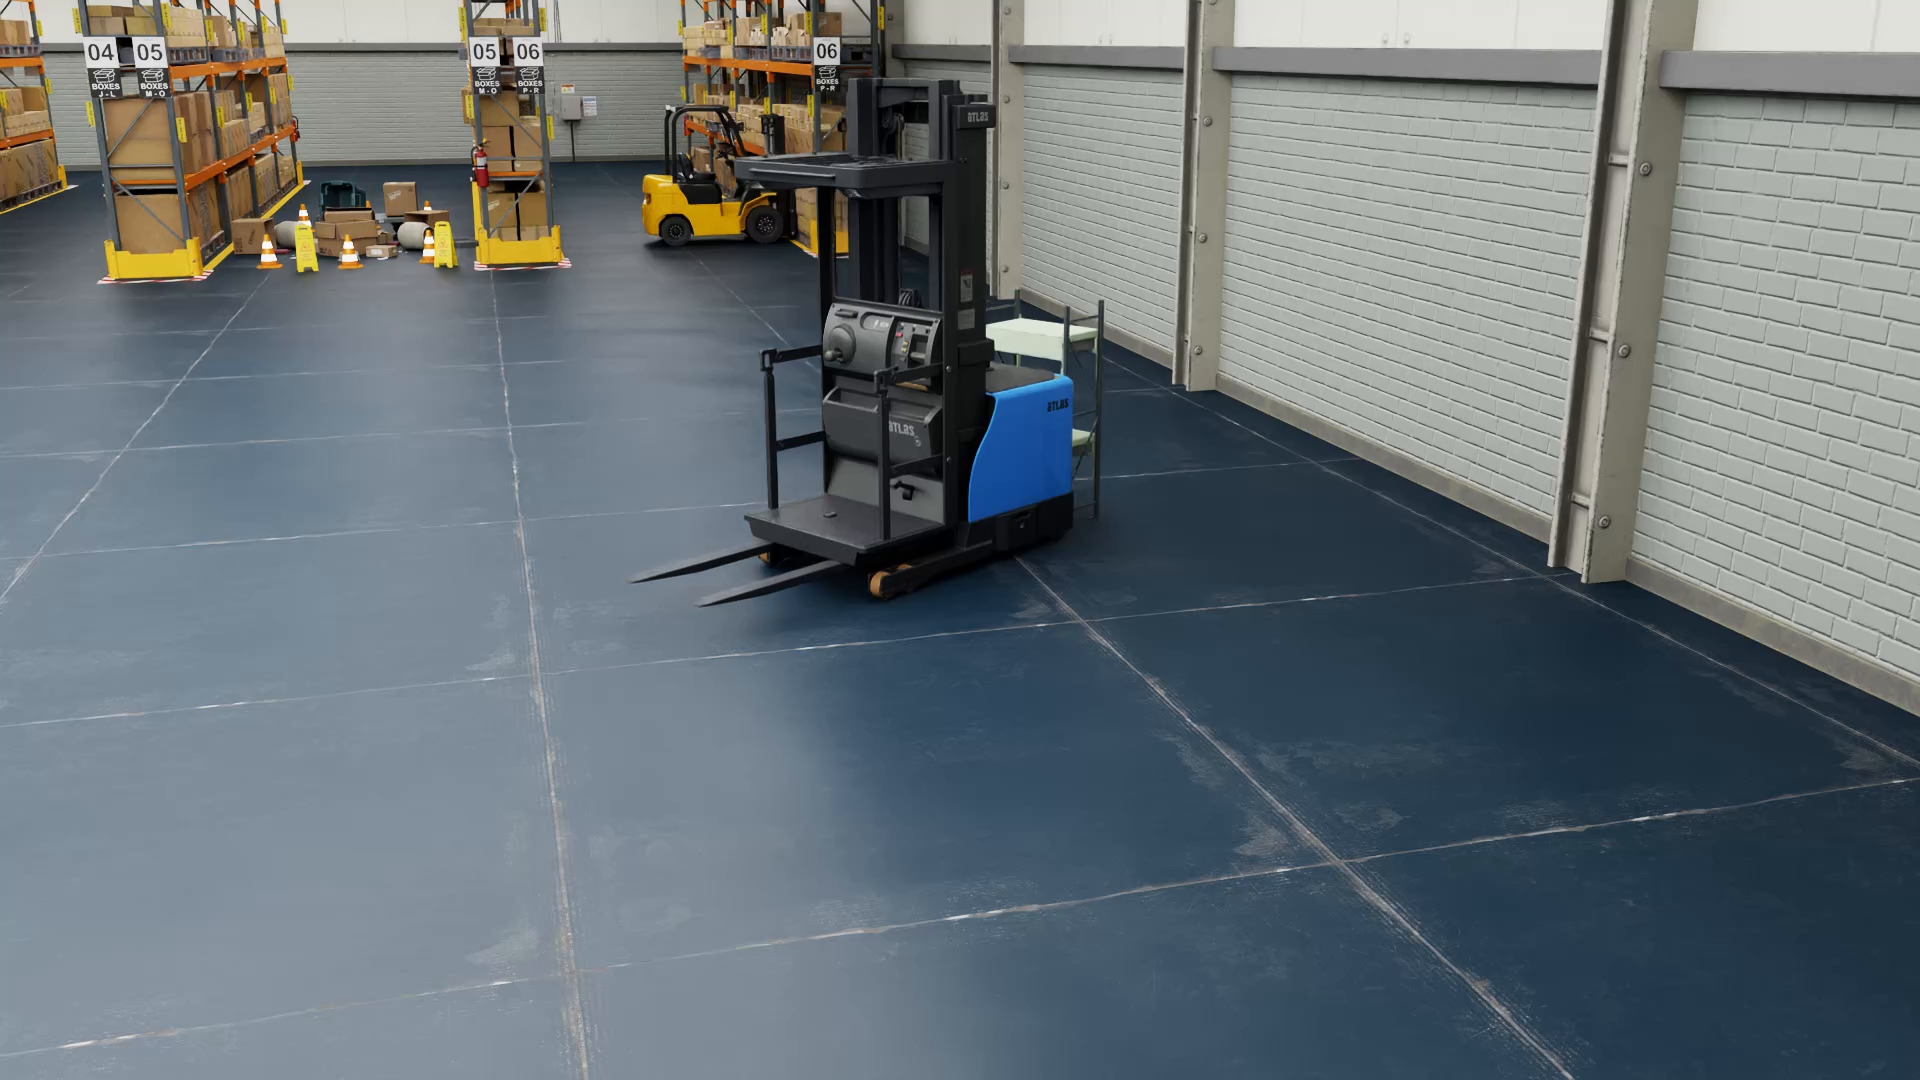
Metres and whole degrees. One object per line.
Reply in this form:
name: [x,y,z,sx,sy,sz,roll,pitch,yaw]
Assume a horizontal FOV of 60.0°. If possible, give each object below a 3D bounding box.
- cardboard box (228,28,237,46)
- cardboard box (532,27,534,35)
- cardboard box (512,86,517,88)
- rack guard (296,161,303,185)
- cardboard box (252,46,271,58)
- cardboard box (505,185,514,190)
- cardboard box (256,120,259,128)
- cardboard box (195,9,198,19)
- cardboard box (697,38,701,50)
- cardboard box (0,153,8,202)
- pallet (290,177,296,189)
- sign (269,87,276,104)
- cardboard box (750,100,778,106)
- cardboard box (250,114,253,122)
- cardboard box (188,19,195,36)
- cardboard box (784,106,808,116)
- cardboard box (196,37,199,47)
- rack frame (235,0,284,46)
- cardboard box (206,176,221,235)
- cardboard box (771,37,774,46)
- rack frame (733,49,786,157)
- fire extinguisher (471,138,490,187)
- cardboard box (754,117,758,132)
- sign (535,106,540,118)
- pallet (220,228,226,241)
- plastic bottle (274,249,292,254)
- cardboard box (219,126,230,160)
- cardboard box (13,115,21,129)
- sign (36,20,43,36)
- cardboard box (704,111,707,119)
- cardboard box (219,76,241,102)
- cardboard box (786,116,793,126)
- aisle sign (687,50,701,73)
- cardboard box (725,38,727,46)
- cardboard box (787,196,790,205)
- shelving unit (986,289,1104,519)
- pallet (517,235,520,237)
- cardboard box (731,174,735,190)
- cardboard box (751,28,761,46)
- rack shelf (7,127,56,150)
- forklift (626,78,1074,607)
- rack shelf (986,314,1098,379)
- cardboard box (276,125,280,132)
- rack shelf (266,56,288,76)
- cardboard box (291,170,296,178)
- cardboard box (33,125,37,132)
cardboard box: [-12.863,-8.732,28.844,0.500,0.311,0.500,-5,17,-15]
cardboard box: [-6.504,-7.516,24.595,0.380,0.149,0.250,-5,17,-15]
cardboard box: [-8.608,-8.456,31.977,0.500,0.500,0.500,-5,18,-17]
rack guard: [-15.616,-8.349,37.878,1.175,0.500,0.348,-5,17,-15]
cardboard box: [-14.411,-9.974,33.990,0.500,0.250,0.500,-4,17,-12]
cardboard box: [-7.258,-5.289,26.093,0.500,0.500,0.500,-5,17,-17]
cardboard box: [-13.877,-8.087,32.368,0.380,0.149,0.250,-4,17,-13]
cardboard box: [-11.795,-7.980,25.236,0.380,0.149,0.250,-5,17,-15]
cardboard box: [-5.561,-11.037,37.012,0.500,0.250,0.500,-5,18,-17]
cardboard box: [-18.893,-6.858,31.531,1.225,0.875,0.875,-5,18,-17]
pallet: [-15.427,-7.983,37.162,1.003,0.211,1.213,-5,17,-15]
sign: [-14.005,-9.060,33.887,0.100,0.325,0.005,-5,17,-15]
cardboard box: [-3.927,-8.571,33.367,0.500,0.500,0.500,-4,17,-13]
cardboard box: [-13.669,-8.014,31.608,0.380,0.149,0.250,-5,17,-15]
cardboard box: [-11.683,-7.610,24.698,0.500,0.250,0.500,-5,17,-16]
cardboard box: [-2.727,-7.166,27.776,0.380,0.149,0.250,-5,17,-16]
cardboard box: [-11.720,-7.526,25.111,0.380,0.149,0.250,-5,17,-15]
rack frame: [-15.637,-12.440,36.725,1.000,3.000,0.127,-5,17,-15]
cardboard box: [-12.234,-5.252,26.185,0.875,0.875,0.875,-4,17,-14]
cardboard box: [-3.005,-8.478,28.280,0.380,0.149,0.250,-4,17,-14]
rack frame: [-3.936,-8.167,32.927,1.000,3.000,0.127,-5,17,-15]
fire extinguisher: [-6.920,-5.456,24.035,0.296,0.674,0.183,-5,17,-15]
cardboard box: [-3.500,-7.627,30.522,0.500,0.250,0.500,-4,17,-14]
sign: [-7.088,-7.127,27.959,0.100,0.325,0.005,-5,17,-15]
pallet: [-12.624,-5.120,27.630,1.003,0.211,1.213,-5,17,-15]
plastic bottle: [-10.476,-4.455,25.677,0.283,0.061,0.133,-12,20,-34]
cardboard box: [-12.225,-6.463,27.078,0.500,0.500,0.500,-4,17,-15]
cardboard box: [-19.344,-8.456,33.632,0.500,0.250,0.500,-5,17,-16]
sign: [-19.908,-11.065,35.958,0.100,0.325,0.005,-5,17,-15]
cardboard box: [-5.409,-9.466,36.994,0.500,0.250,0.500,-4,17,-14]
cardboard box: [-14.927,-9.239,34.065,0.500,0.500,0.500,-5,18,-17]
cardboard box: [-2.677,-6.954,27.587,0.380,0.149,0.250,-5,18,-17]
aisle sign: [-6.435,-11.621,39.905,0.394,0.787,0.004,-5,17,-15]
cardboard box: [-4.593,-10.160,33.914,0.380,0.149,0.250,-4,17,-14]
cardboard box: [-2.595,-5.607,27.585,0.500,0.250,0.500,-5,17,-15]
shelving unit: [0.545,-0.909,11.372,0.755,1.500,0.431,15,22,40]
pallet: [-7.050,-4.811,26.600,1.003,0.211,1.213,-5,17,-15]
cardboard box: [-4.386,-7.410,34.022,0.500,0.500,0.500,-5,17,-16]
cardboard box: [-3.480,-9.097,30.059,0.500,0.311,0.500,-5,18,-17]
rack shelf: [-19.884,-8.305,34.637,1.077,0.370,4.000,-5,17,-15]
forklift: [-0.621,-1.218,9.911,1.130,2.935,3.031,15,22,41]
rack shelf: [0.545,-1.283,11.260,0.720,0.370,0.431,15,22,40]
cardboard box: [-14.643,-8.730,35.239,0.380,0.149,0.250,-4,17,-14]
rack shelf: [-15.088,-10.106,35.418,1.077,0.370,4.000,-5,17,-15]
cardboard box: [-15.124,-8.211,37.298,0.380,0.149,0.250,-4,17,-14]
cardboard box: [-19.666,-8.656,34.992,0.380,0.149,0.250,-5,17,-15]
